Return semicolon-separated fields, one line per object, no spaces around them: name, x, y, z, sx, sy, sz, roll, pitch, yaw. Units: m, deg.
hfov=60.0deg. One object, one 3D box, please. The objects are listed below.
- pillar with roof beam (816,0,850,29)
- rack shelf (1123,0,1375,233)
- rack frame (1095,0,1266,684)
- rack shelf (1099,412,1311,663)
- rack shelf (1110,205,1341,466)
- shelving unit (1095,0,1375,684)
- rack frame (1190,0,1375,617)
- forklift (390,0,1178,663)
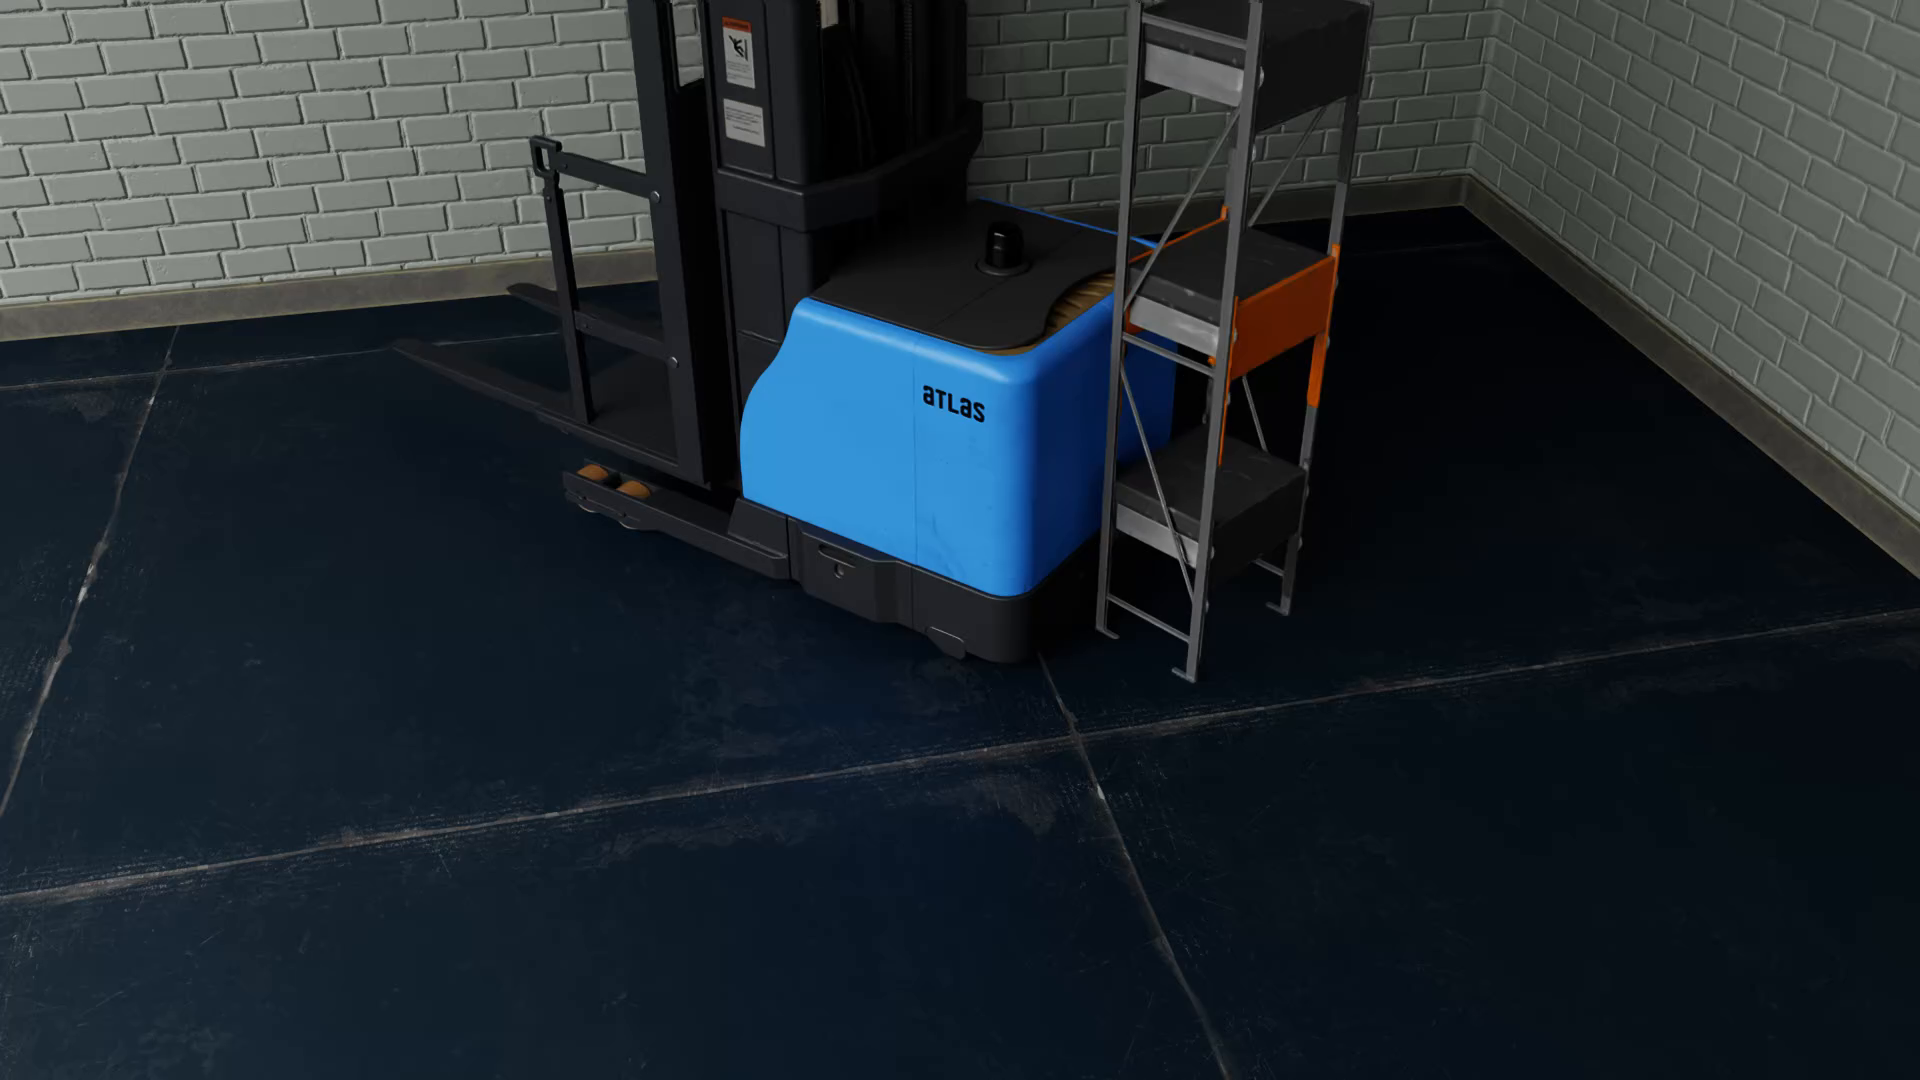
pillar with roof beam;0.558;-2.621;1.581;0.400;9.000;9.100;-7;35;-11
rack shelf;0.753;-1.178;4.390;0.431;0.518;0.480;29;43;36
rack frame;0.580;-0.512;4.628;0.400;2.100;0.015;29;43;36
rack shelf;0.752;-0.016;5.170;0.431;0.518;0.480;29;43;36
rack shelf;0.752;-0.597;4.780;0.431;0.518;0.480;29;43;36
shelving unit;0.752;-0.608;4.772;0.431;2.100;0.503;29;43;36
rack frame;0.924;-0.705;4.916;0.400;2.100;0.015;29;43;36
forklift;-0.790;-1.475;5.318;3.031;2.935;1.130;21;39;28
